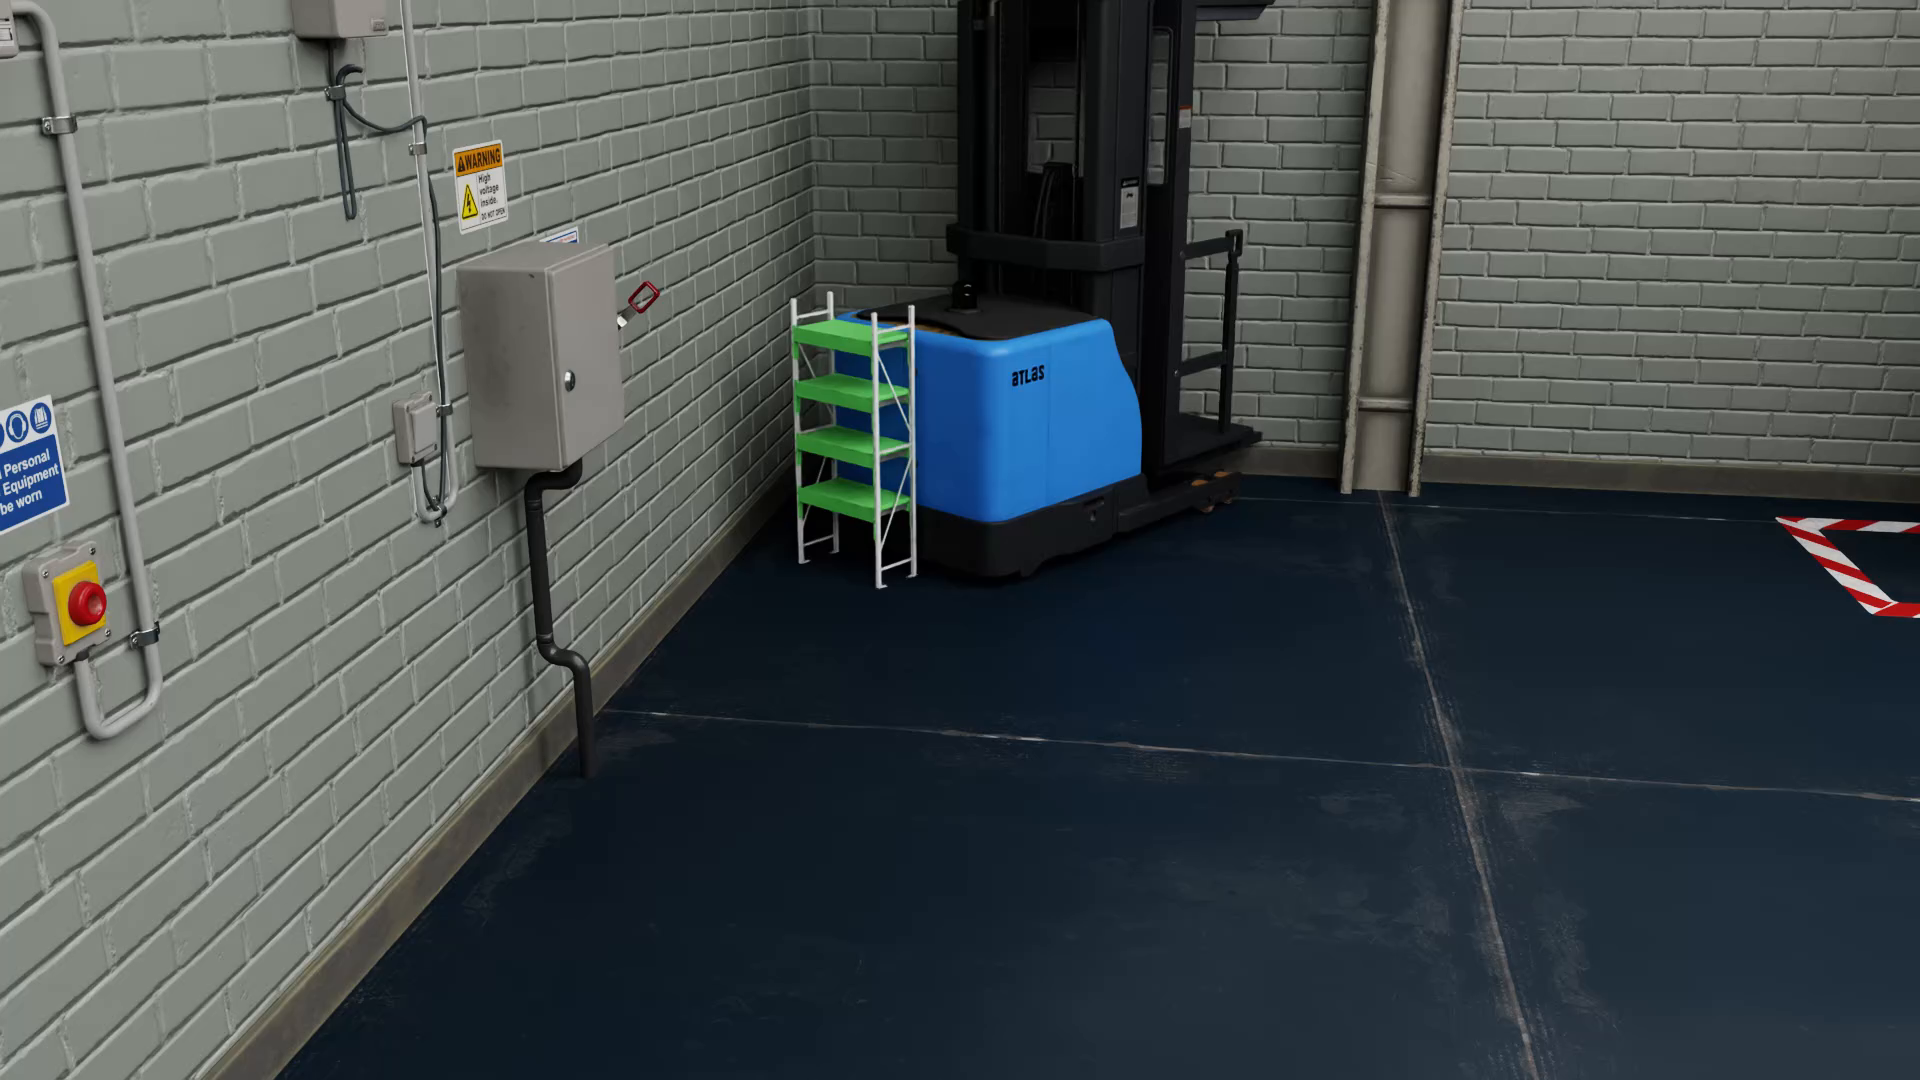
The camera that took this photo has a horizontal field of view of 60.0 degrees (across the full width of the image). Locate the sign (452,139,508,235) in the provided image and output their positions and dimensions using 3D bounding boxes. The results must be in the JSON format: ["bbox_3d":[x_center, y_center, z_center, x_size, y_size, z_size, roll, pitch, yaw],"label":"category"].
[{"bbox_3d":[-1.405,-1.040,4.881,0.001,0.242,0.339,3,19,9],"label":"sign"}]

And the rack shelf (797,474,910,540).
[{"bbox_3d":[-0.459,-0.148,7.313,0.480,0.148,0.258,16,24,39],"label":"rack shelf"}]

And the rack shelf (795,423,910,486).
[{"bbox_3d":[-0.459,-0.376,7.237,0.480,0.148,0.258,16,24,39],"label":"rack shelf"}]

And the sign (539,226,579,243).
[{"bbox_3d":[-1.318,-0.775,5.542,0.001,0.494,0.329,3,19,9],"label":"sign"}]

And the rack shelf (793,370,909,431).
[{"bbox_3d":[-0.459,-0.603,7.161,0.480,0.148,0.258,16,24,39],"label":"rack shelf"}]

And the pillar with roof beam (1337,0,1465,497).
[{"bbox_3d":[1.484,-3.197,3.177,0.400,9.000,9.100,3,19,9],"label":"pillar with roof beam"}]

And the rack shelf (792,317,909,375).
[{"bbox_3d":[-0.459,-0.831,7.084,0.480,0.148,0.258,16,24,39],"label":"rack shelf"}]

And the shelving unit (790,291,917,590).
[{"bbox_3d":[-0.459,-0.436,7.217,0.503,1.200,0.258,16,24,39],"label":"shelving unit"}]

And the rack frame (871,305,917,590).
[{"bbox_3d":[-0.277,-0.385,7.062,0.015,1.200,0.240,16,24,39],"label":"rack frame"}]

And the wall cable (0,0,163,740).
[{"bbox_3d":[-1.669,-0.501,2.922,0.123,1.953,0.585,3,19,9],"label":"wall cable"}]

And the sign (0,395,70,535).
[{"bbox_3d":[-1.737,-0.120,3.009,0.001,0.218,0.327,3,19,9],"label":"sign"}]

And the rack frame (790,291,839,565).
[{"bbox_3d":[-0.640,-0.488,7.371,0.015,1.200,0.240,16,24,39],"label":"rack frame"}]

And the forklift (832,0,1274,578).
[{"bbox_3d":[0.764,-1.618,8.019,1.130,2.935,3.031,16,24,39],"label":"forklift"}]

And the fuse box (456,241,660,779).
[{"bbox_3d":[-1.192,-0.044,5.237,0.414,1.711,0.539,3,19,9],"label":"fuse box"}]

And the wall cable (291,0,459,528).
[{"bbox_3d":[-1.455,-0.931,4.257,0.122,1.984,0.588,3,19,9],"label":"wall cable"}]
